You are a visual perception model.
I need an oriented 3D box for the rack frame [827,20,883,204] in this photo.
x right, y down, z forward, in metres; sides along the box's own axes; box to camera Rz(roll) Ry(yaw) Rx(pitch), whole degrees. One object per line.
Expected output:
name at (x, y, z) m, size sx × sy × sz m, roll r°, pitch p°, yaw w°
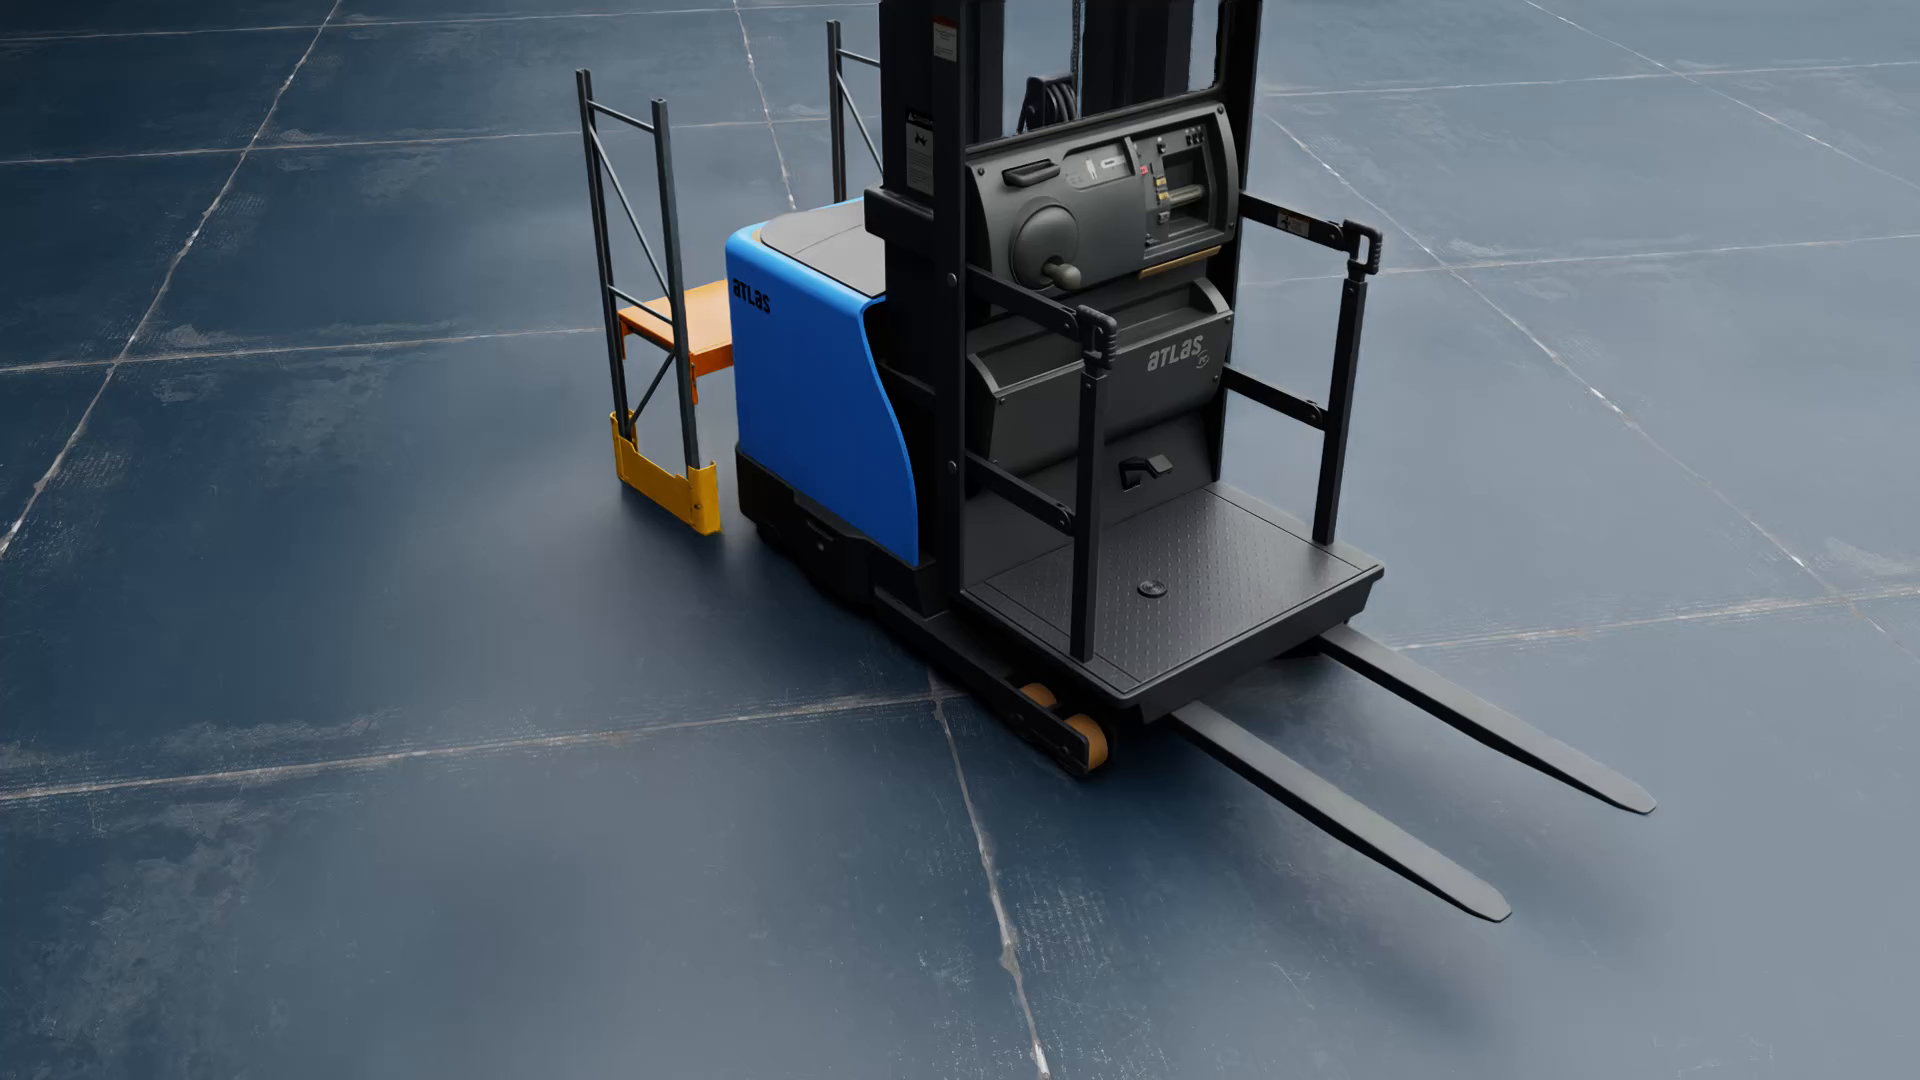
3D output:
rack frame at (-0.302, -1.121, 6.177) m, size 0.032 × 1.500 × 0.500 m, roll -24°, pitch 38°, yaw -34°

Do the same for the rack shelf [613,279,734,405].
rack shelf at (-0.685, -0.797, 5.980) m, size 1.000 × 0.185 × 0.538 m, roll -24°, pitch 38°, yaw -34°

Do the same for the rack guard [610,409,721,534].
rack guard at (-1.054, -0.250, 5.929) m, size 0.087 × 0.250 × 0.587 m, roll -24°, pitch 38°, yaw -34°

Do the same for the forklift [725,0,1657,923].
forklift at (0.546, -0.897, 4.384) m, size 1.130 × 2.935 × 3.031 m, roll -22°, pitch 37°, yaw -33°

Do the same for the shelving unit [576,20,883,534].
shelving unit at (-0.678, -0.955, 5.894) m, size 1.083 × 1.500 × 0.587 m, roll -24°, pitch 38°, yaw -34°

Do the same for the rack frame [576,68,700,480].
rack frame at (-1.068, -0.782, 5.601) m, size 0.032 × 1.500 × 0.500 m, roll -24°, pitch 38°, yaw -34°
